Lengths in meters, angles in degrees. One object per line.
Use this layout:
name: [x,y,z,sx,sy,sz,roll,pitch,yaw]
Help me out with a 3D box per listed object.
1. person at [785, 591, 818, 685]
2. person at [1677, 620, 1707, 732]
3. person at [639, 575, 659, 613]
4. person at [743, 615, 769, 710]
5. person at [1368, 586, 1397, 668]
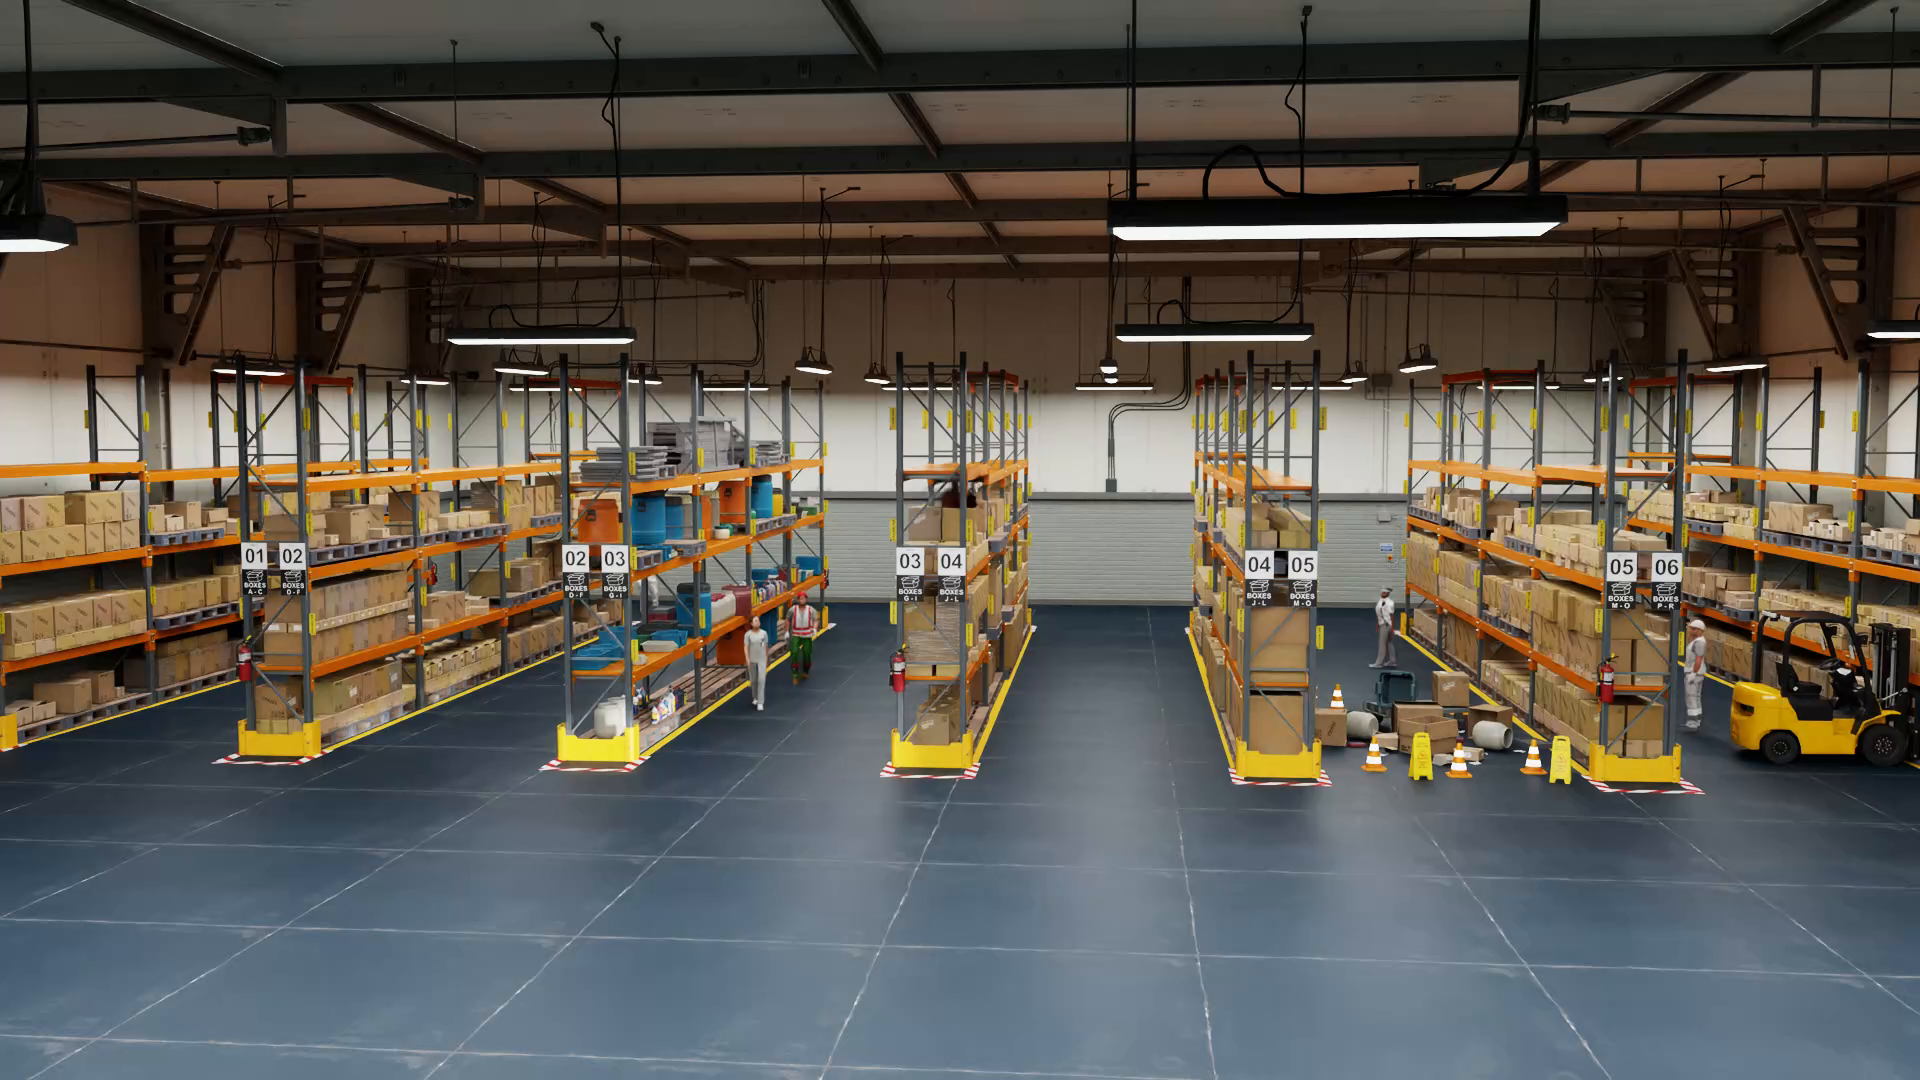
person: [-3.056,1.889,32.035,0.695,1.813,0.876,0,4,7]
person: [11.908,2.197,26.993,0.426,1.800,0.602,3,5,38]
person: [-7.986,1.065,42.651,0.581,1.743,0.936,-2,4,-25]
person: [-3.563,2.119,28.985,0.428,1.614,0.978,0,4,-1]
person: [8.625,1.760,33.937,0.602,1.676,0.502,0,4,5]
